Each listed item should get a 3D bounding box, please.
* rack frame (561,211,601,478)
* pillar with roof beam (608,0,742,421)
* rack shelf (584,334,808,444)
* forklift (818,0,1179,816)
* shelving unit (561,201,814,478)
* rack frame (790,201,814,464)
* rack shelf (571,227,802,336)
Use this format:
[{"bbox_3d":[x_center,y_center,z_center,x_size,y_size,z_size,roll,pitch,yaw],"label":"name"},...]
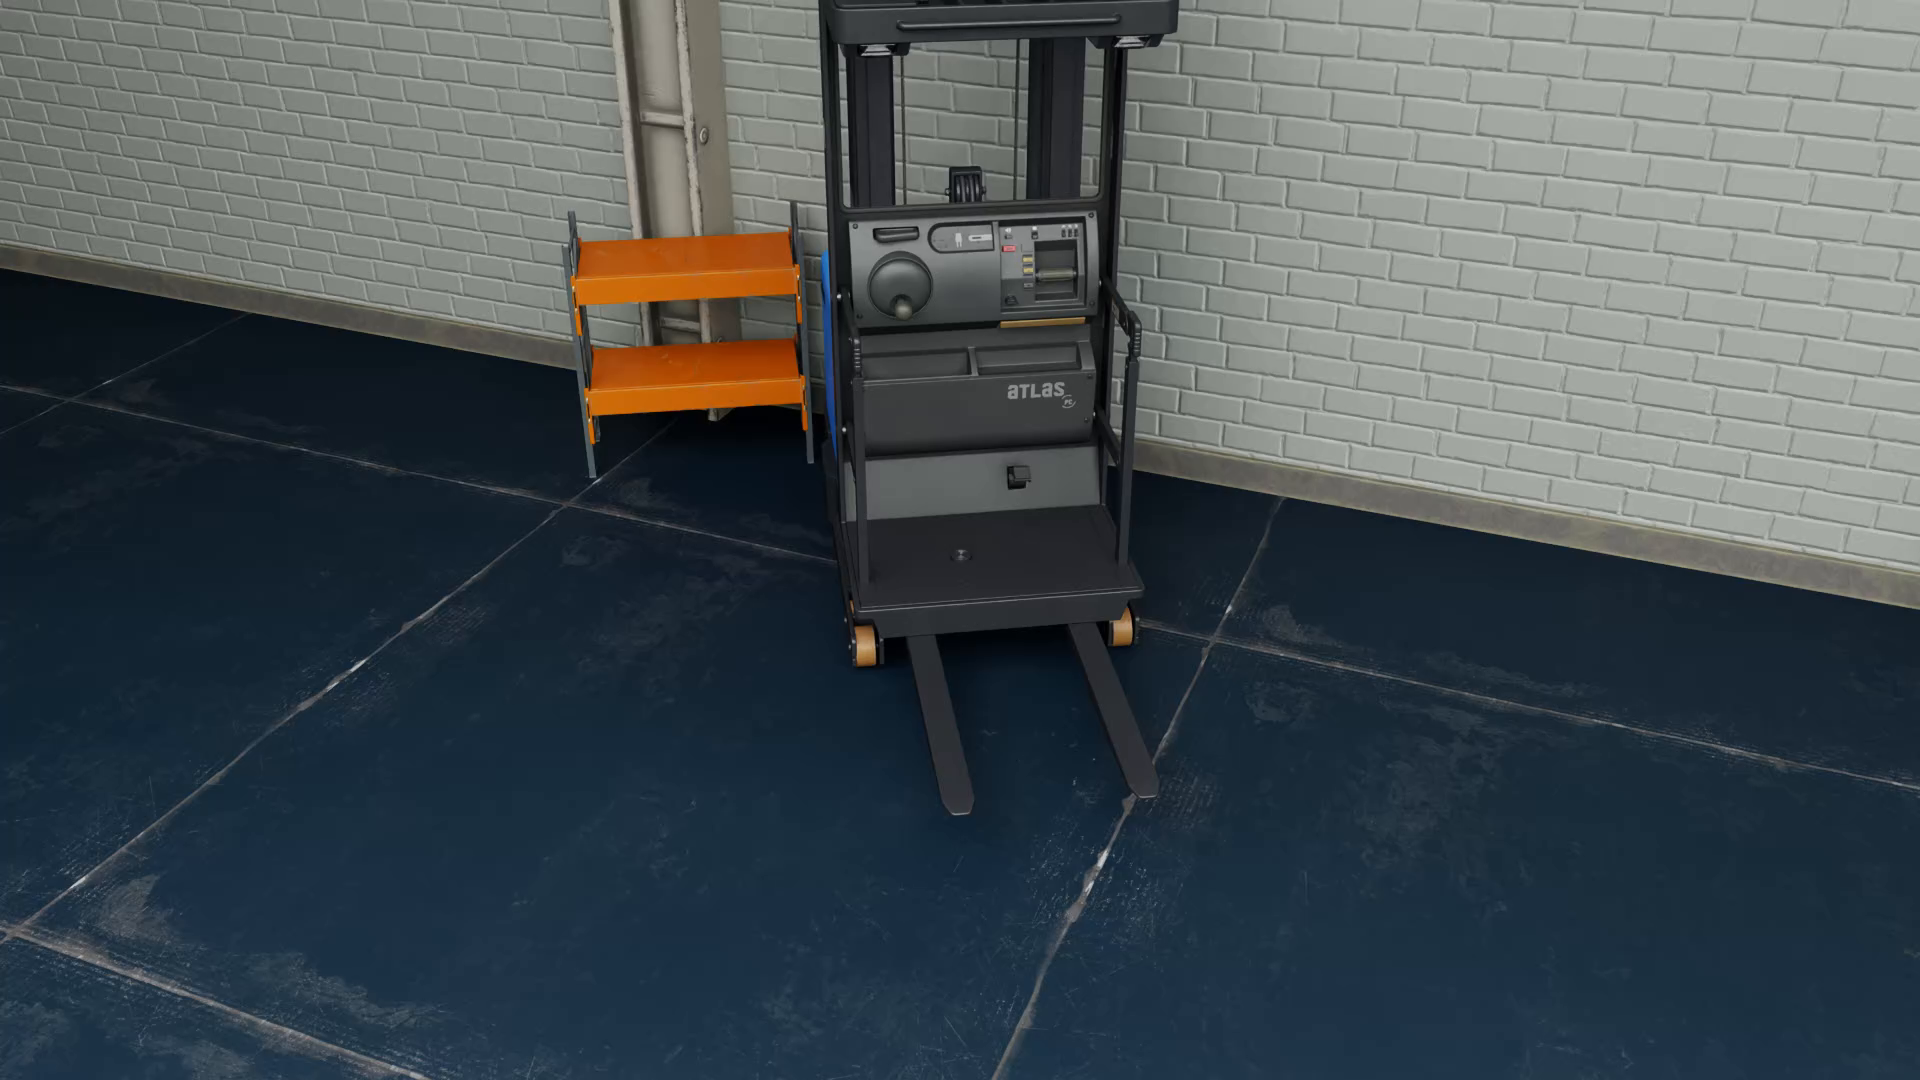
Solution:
[{"bbox_3d":[-1.749,-0.901,7.700,0.032,1.125,0.500,-4,30,-7],"label":"rack frame"},{"bbox_3d":[-2.956,-2.654,2.800,0.400,9.000,9.100,11,31,19],"label":"pillar with roof beam"},{"bbox_3d":[-1.246,-0.724,7.885,1.000,0.278,0.538,-4,30,-7],"label":"rack shelf"},{"bbox_3d":[0.089,-0.973,5.992,1.130,2.935,3.031,-4,30,-7],"label":"forklift"},{"bbox_3d":[-1.246,-0.937,7.765,1.048,1.125,0.538,-4,30,-7],"label":"shelving unit"},{"bbox_3d":[-0.743,-0.974,7.829,0.032,1.125,0.500,-4,30,-7],"label":"rack frame"},{"bbox_3d":[-1.246,-1.192,7.621,1.000,0.278,0.538,-4,30,-7],"label":"rack shelf"}]
